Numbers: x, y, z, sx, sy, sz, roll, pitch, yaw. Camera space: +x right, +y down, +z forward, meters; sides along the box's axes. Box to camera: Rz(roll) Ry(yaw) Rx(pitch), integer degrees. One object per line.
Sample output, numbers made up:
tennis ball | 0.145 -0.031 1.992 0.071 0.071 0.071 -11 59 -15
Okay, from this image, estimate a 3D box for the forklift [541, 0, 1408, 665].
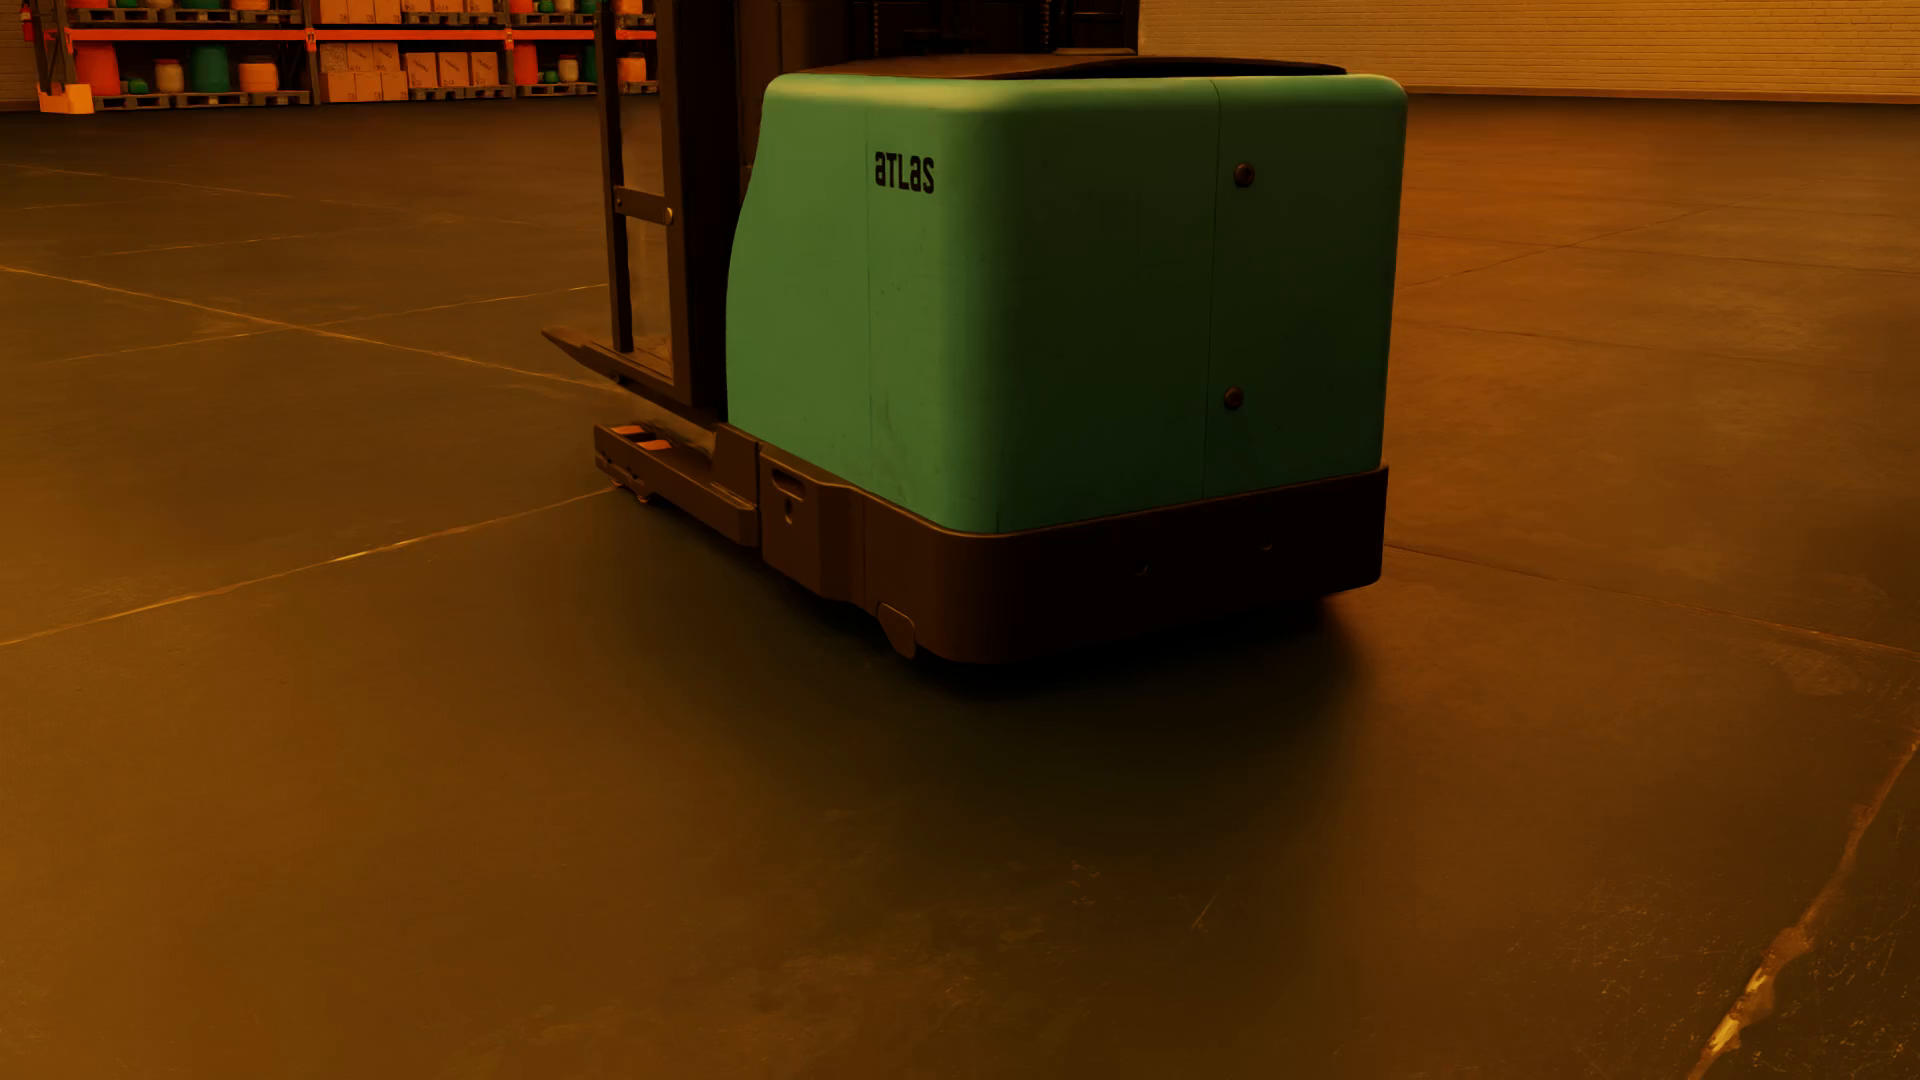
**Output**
forklift | -0.312 -1.555 4.018 1.130 2.935 3.031 -10 19 -29
